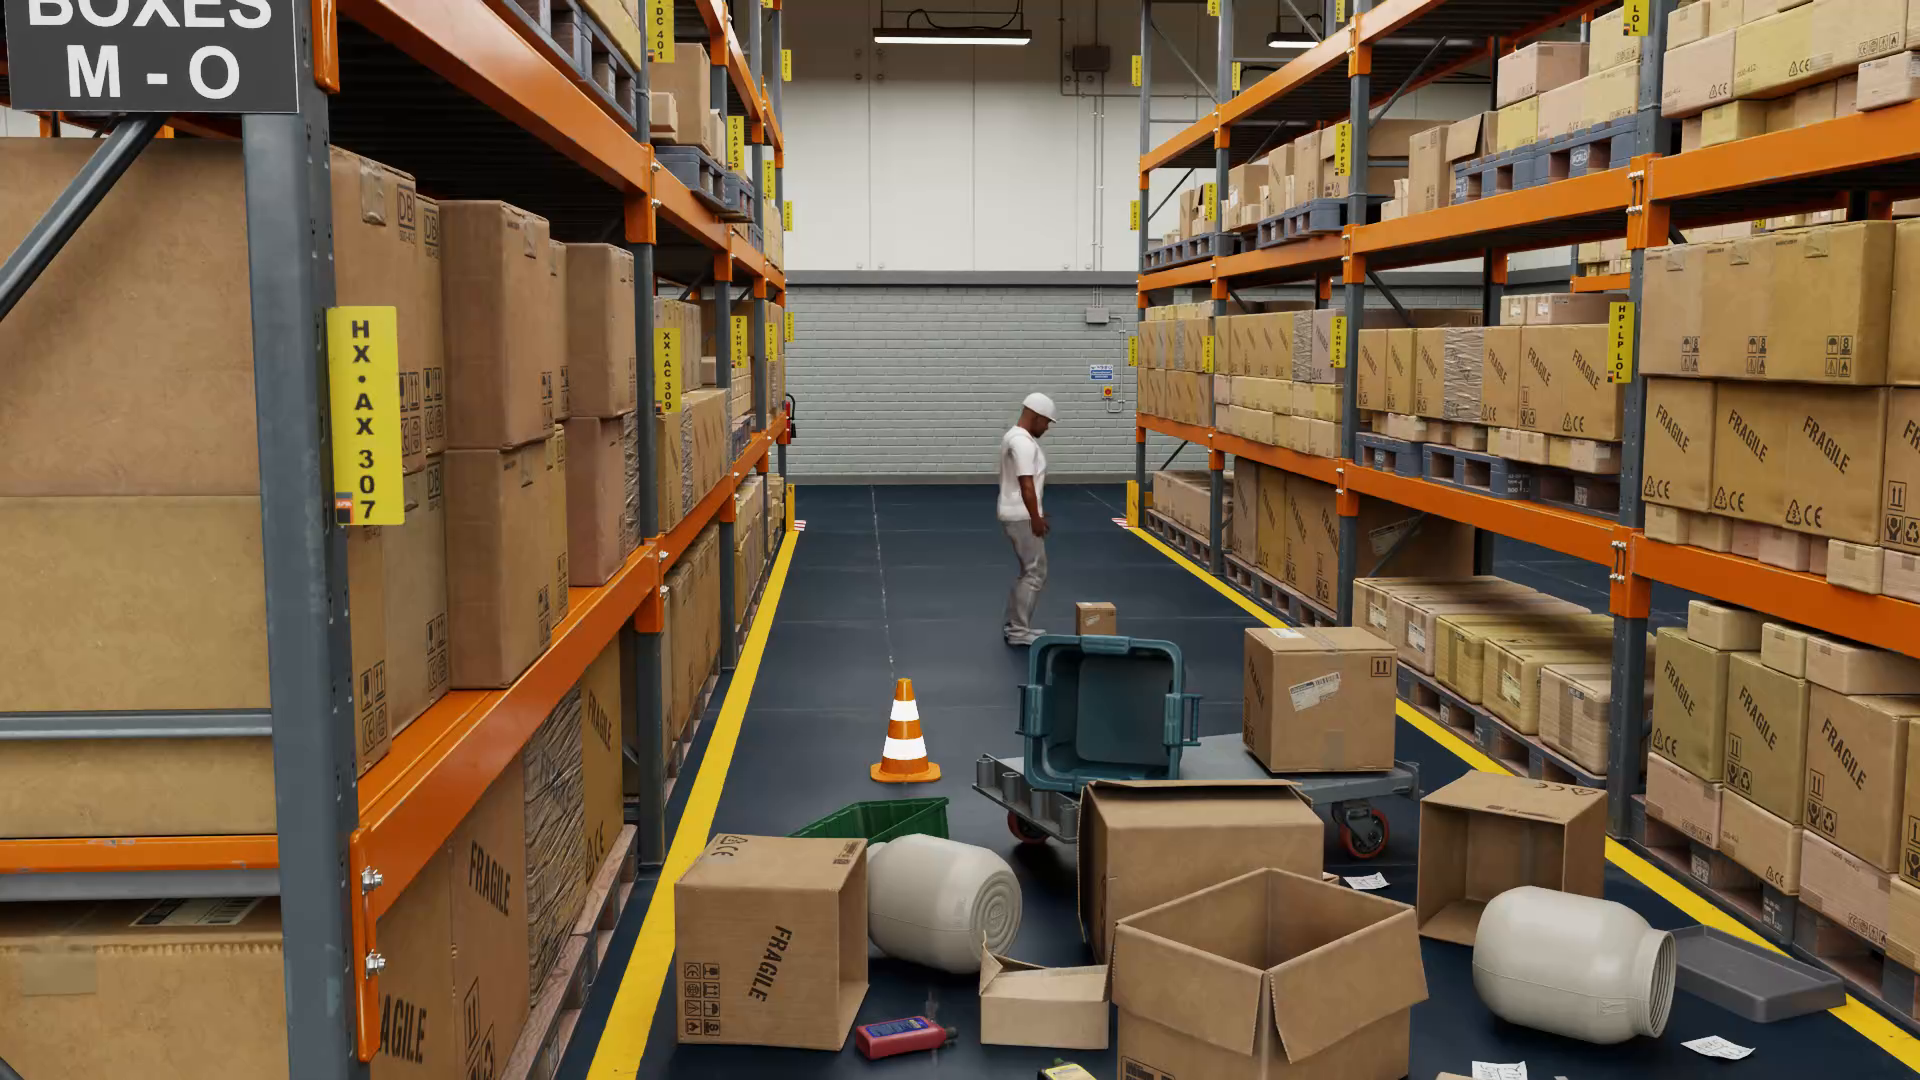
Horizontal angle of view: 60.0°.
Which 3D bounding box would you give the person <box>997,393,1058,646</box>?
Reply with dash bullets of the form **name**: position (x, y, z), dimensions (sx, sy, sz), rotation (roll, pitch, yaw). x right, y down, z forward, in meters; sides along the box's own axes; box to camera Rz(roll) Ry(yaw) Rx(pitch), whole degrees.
- **person**: position (0.471, -0.152, 11.563), dimensions (0.422, 1.732, 0.584), rotation (0, 7, -2)
